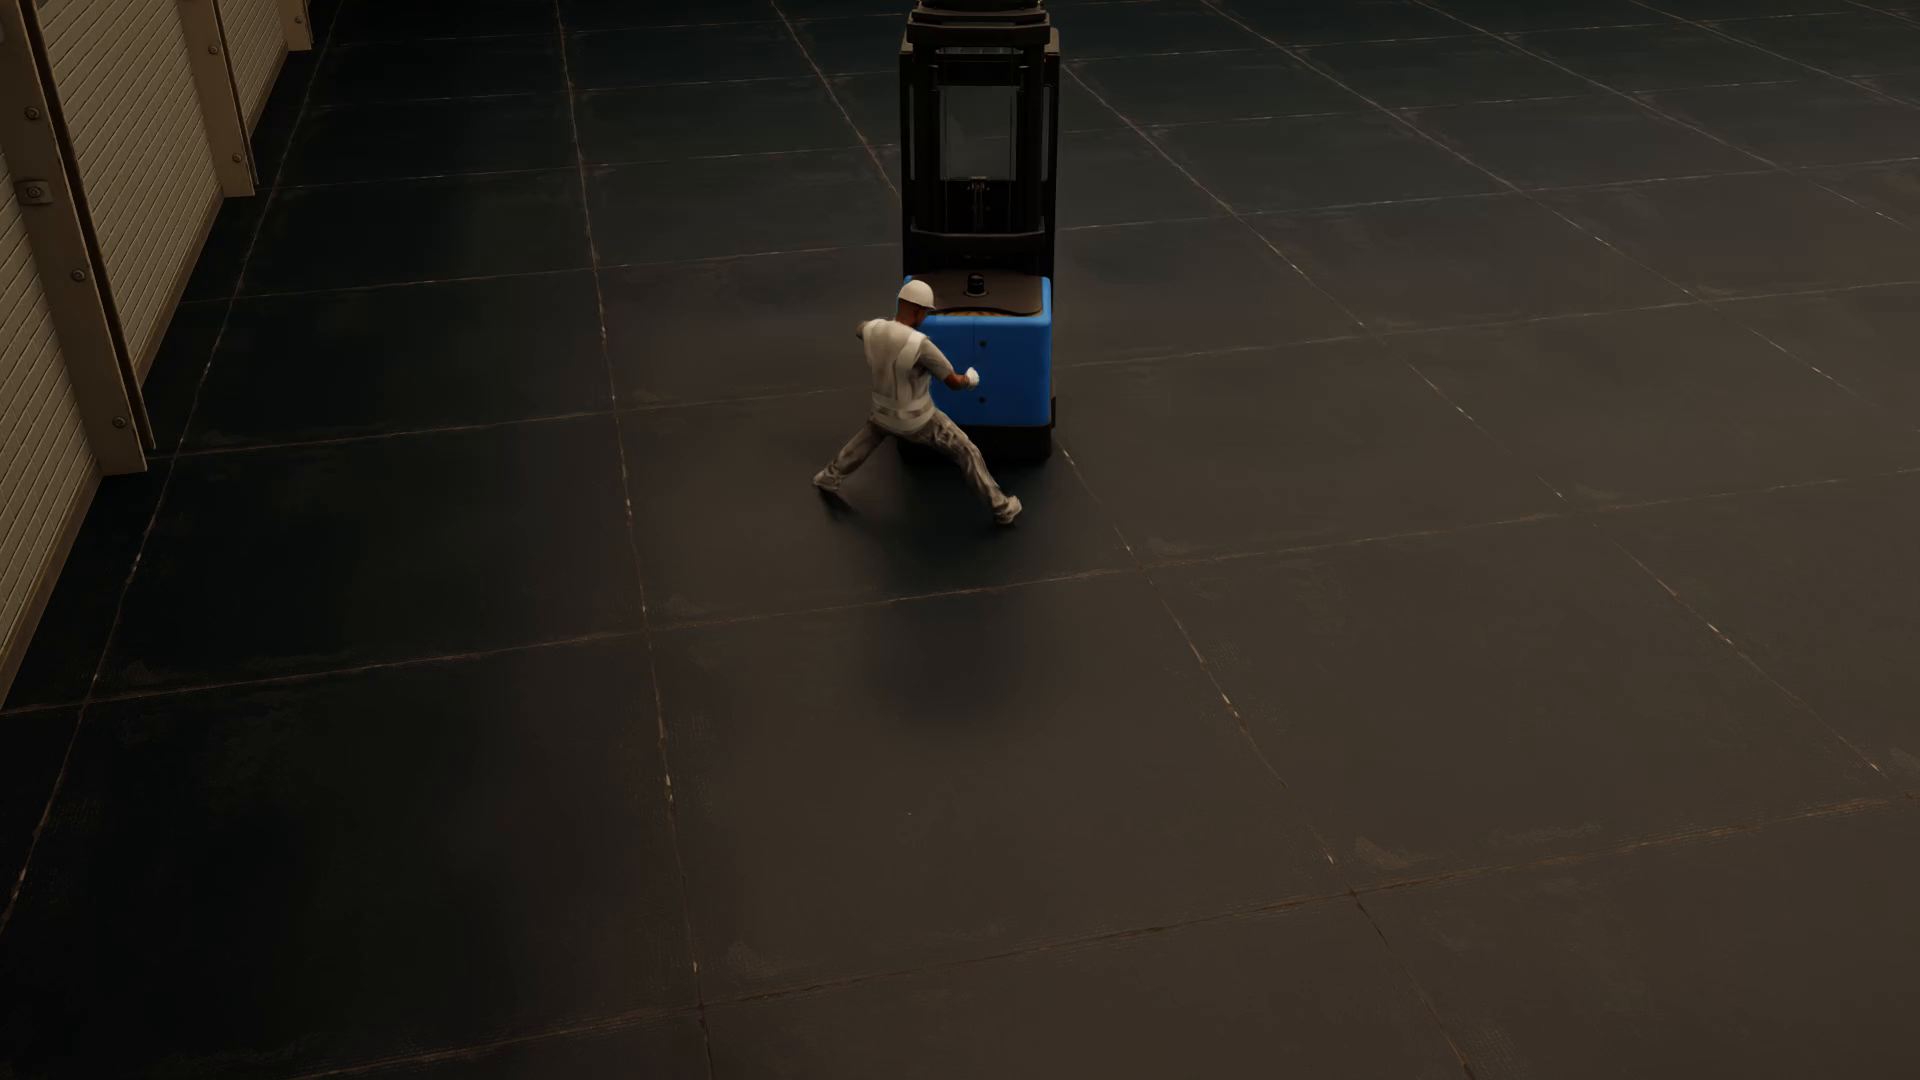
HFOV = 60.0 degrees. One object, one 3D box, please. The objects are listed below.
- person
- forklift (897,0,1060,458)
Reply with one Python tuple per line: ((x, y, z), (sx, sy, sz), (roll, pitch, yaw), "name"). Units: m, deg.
((-0.283, -0.929, 10.540), (1.331, 1.564, 0.840), (25, 38, 36), "person")
((0.141, -2.528, 11.942), (1.130, 2.935, 3.031), (1, 30, 2), "forklift")
